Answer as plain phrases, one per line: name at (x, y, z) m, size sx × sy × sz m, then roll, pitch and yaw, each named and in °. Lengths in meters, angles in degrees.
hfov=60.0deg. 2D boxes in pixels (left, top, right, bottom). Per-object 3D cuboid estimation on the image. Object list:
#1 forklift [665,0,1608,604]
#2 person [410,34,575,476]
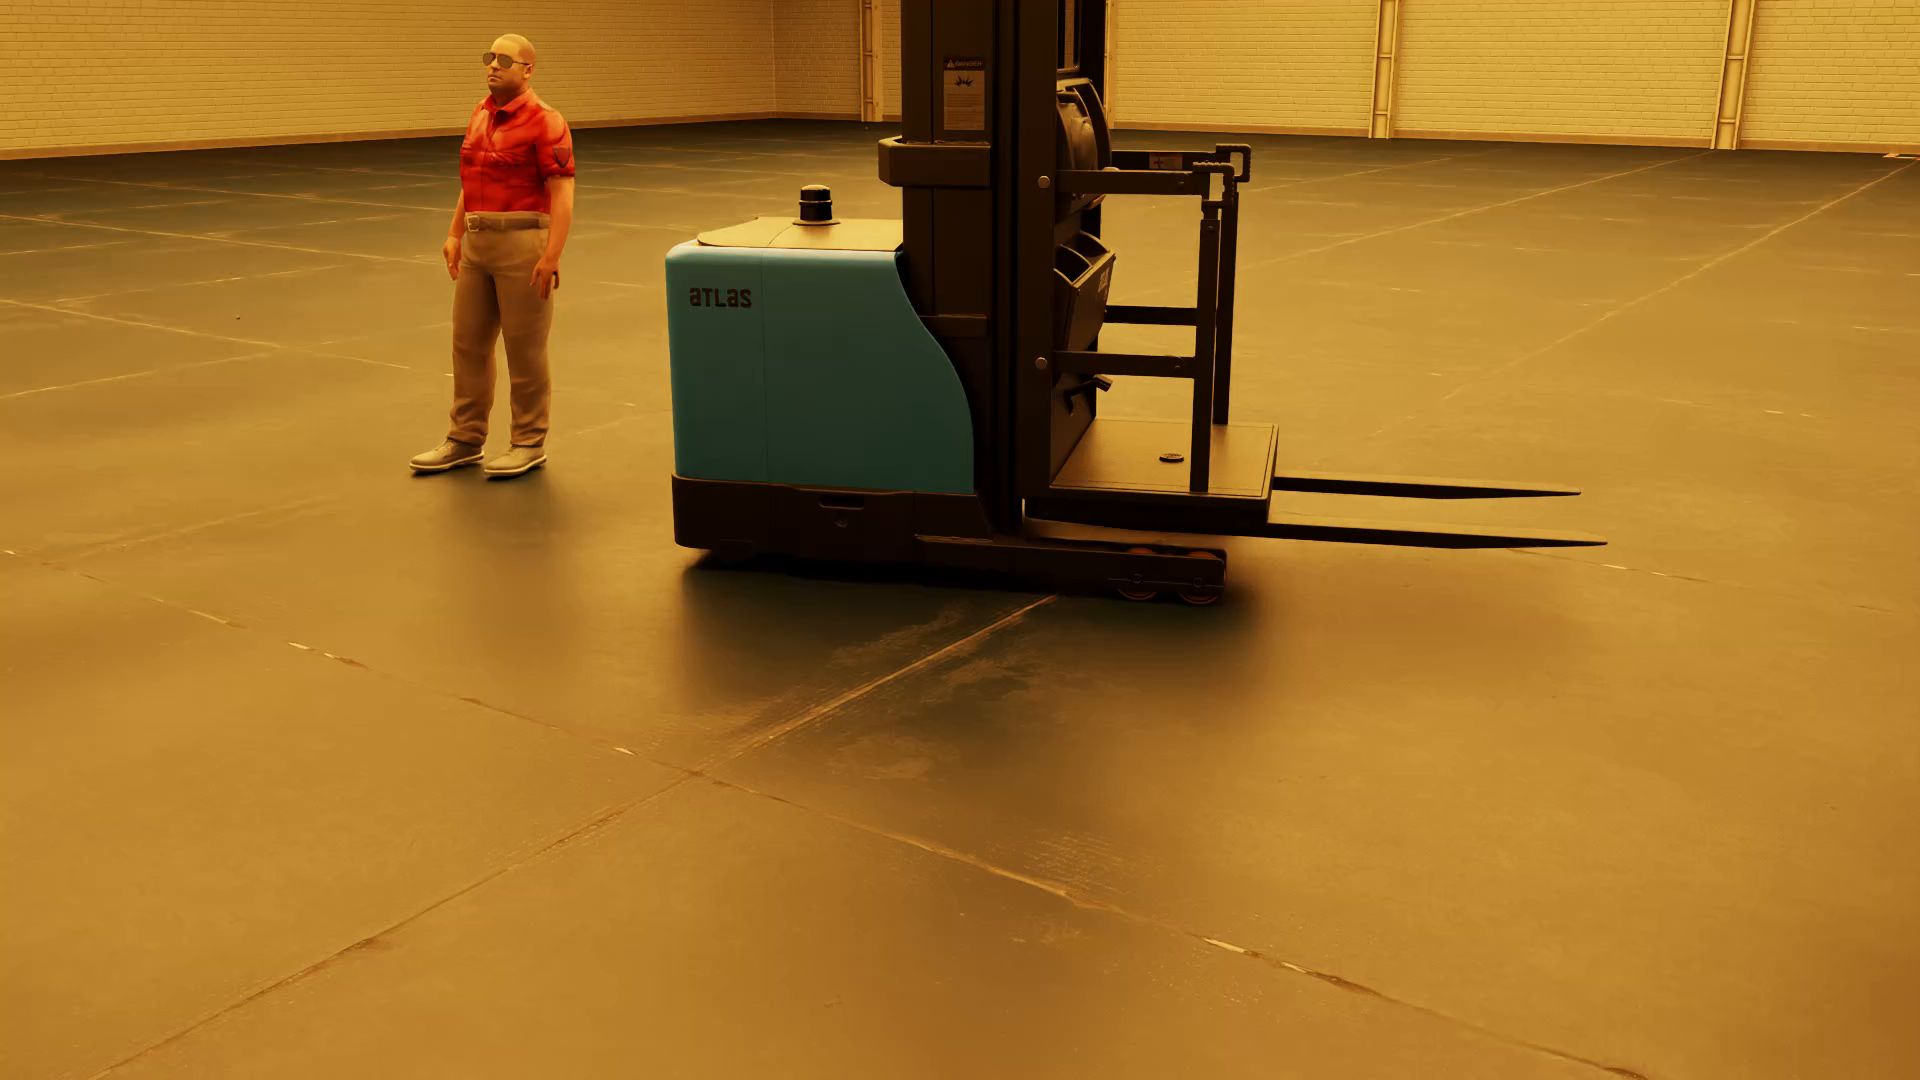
forklift at (0.595, -1.367, 5.404) m, size 3.031 × 2.935 × 1.130 m, roll 4°, pitch 17°, yaw 12°
person at (-1.882, -1.126, 6.670) m, size 0.643 × 1.728 × 0.550 m, roll 11°, pitch 20°, yaw 32°
